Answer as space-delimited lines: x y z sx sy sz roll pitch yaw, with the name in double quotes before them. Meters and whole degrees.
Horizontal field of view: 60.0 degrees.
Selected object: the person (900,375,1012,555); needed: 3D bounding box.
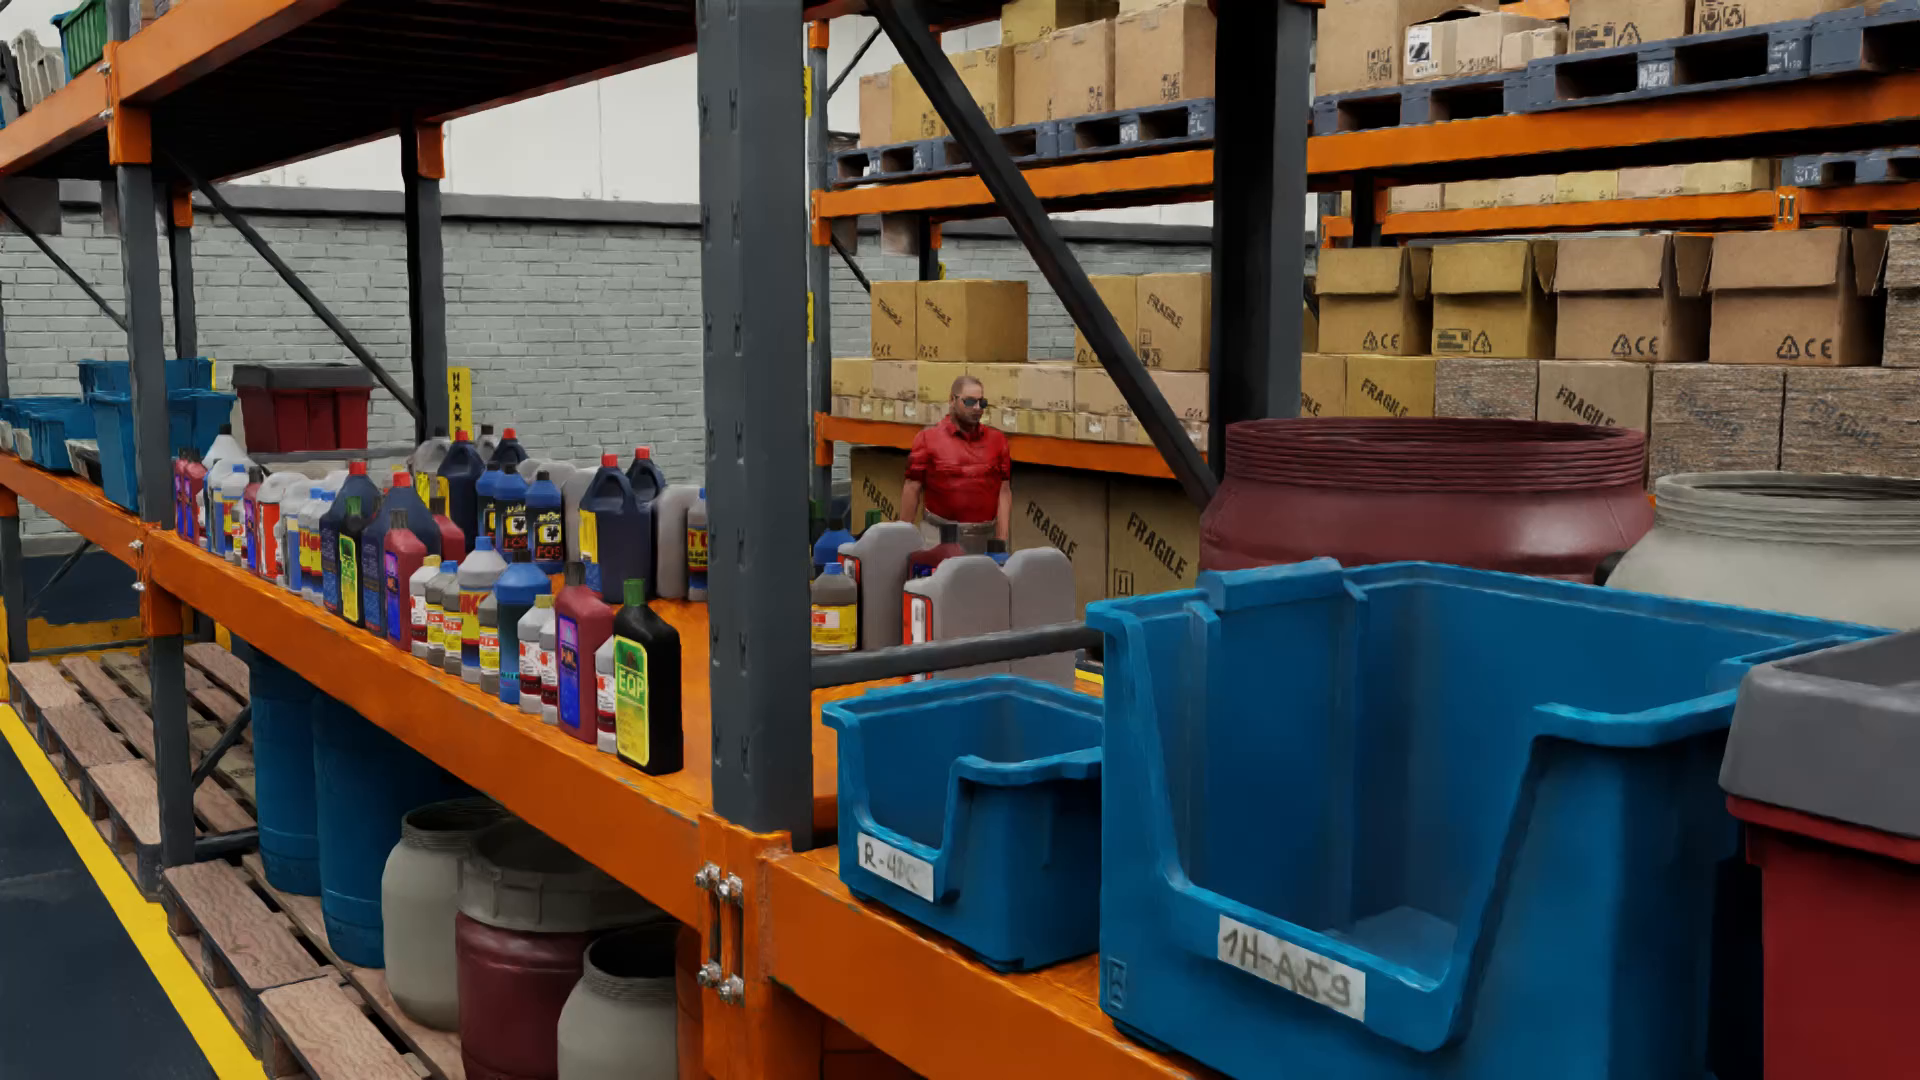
"person" -0.024 0.003 8.434 0.615 1.679 0.806 -4 8 -25
